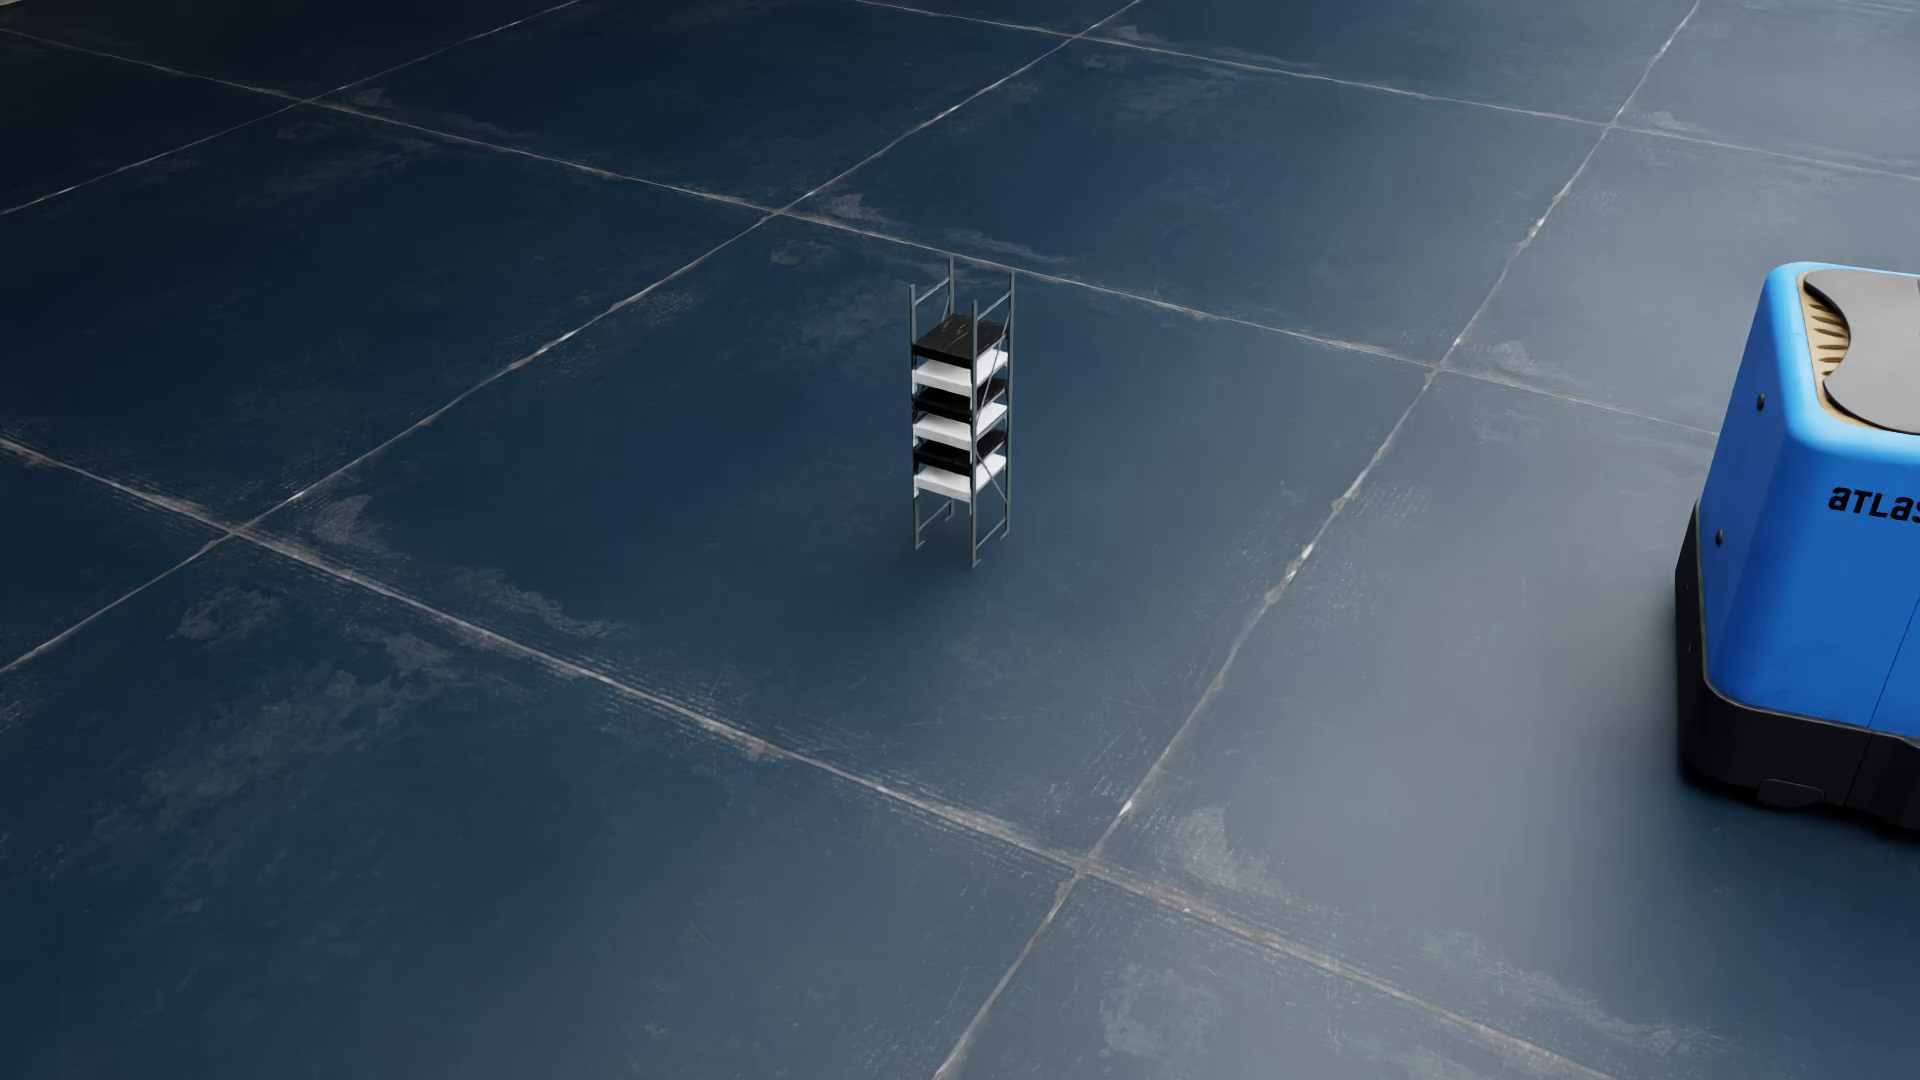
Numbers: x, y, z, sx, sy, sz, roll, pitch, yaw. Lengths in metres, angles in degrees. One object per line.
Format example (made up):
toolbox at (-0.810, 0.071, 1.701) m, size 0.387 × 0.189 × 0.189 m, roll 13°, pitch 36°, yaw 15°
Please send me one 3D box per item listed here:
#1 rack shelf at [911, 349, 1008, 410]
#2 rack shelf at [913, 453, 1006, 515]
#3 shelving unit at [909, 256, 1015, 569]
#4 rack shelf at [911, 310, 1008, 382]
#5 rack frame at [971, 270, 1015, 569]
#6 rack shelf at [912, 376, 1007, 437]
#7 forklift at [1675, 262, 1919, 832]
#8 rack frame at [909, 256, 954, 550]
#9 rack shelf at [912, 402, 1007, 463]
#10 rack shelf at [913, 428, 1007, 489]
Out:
rack shelf at (0.007, -0.494, 4.916) m, size 0.200 × 0.077 × 0.258 m, roll 18°, pitch 37°, yaw 24°
rack shelf at (0.007, -0.195, 5.115) m, size 0.200 × 0.077 × 0.258 m, roll 18°, pitch 37°, yaw 24°
shelving unit at (0.007, -0.372, 4.997) m, size 0.210 × 0.900 × 0.258 m, roll 18°, pitch 37°, yaw 24°
rack shelf at (0.007, -0.569, 4.866) m, size 0.200 × 0.077 × 0.258 m, roll 18°, pitch 37°, yaw 24°
rack frame at (0.095, -0.344, 4.955) m, size 0.006 × 0.900 × 0.240 m, roll 18°, pitch 37°, yaw 24°
rack shelf at (0.007, -0.419, 4.966) m, size 0.200 × 0.077 × 0.258 m, roll 18°, pitch 37°, yaw 24°
forklift at (3.436, -0.570, 3.462) m, size 3.031 × 2.935 × 1.130 m, roll 11°, pitch 35°, yaw 16°
rack frame at (-0.081, -0.400, 5.039) m, size 0.006 × 0.900 × 0.240 m, roll 18°, pitch 37°, yaw 24°
rack shelf at (0.007, -0.345, 5.016) m, size 0.200 × 0.077 × 0.258 m, roll 18°, pitch 37°, yaw 24°
rack shelf at (0.007, -0.270, 5.066) m, size 0.200 × 0.077 × 0.258 m, roll 18°, pitch 37°, yaw 24°
